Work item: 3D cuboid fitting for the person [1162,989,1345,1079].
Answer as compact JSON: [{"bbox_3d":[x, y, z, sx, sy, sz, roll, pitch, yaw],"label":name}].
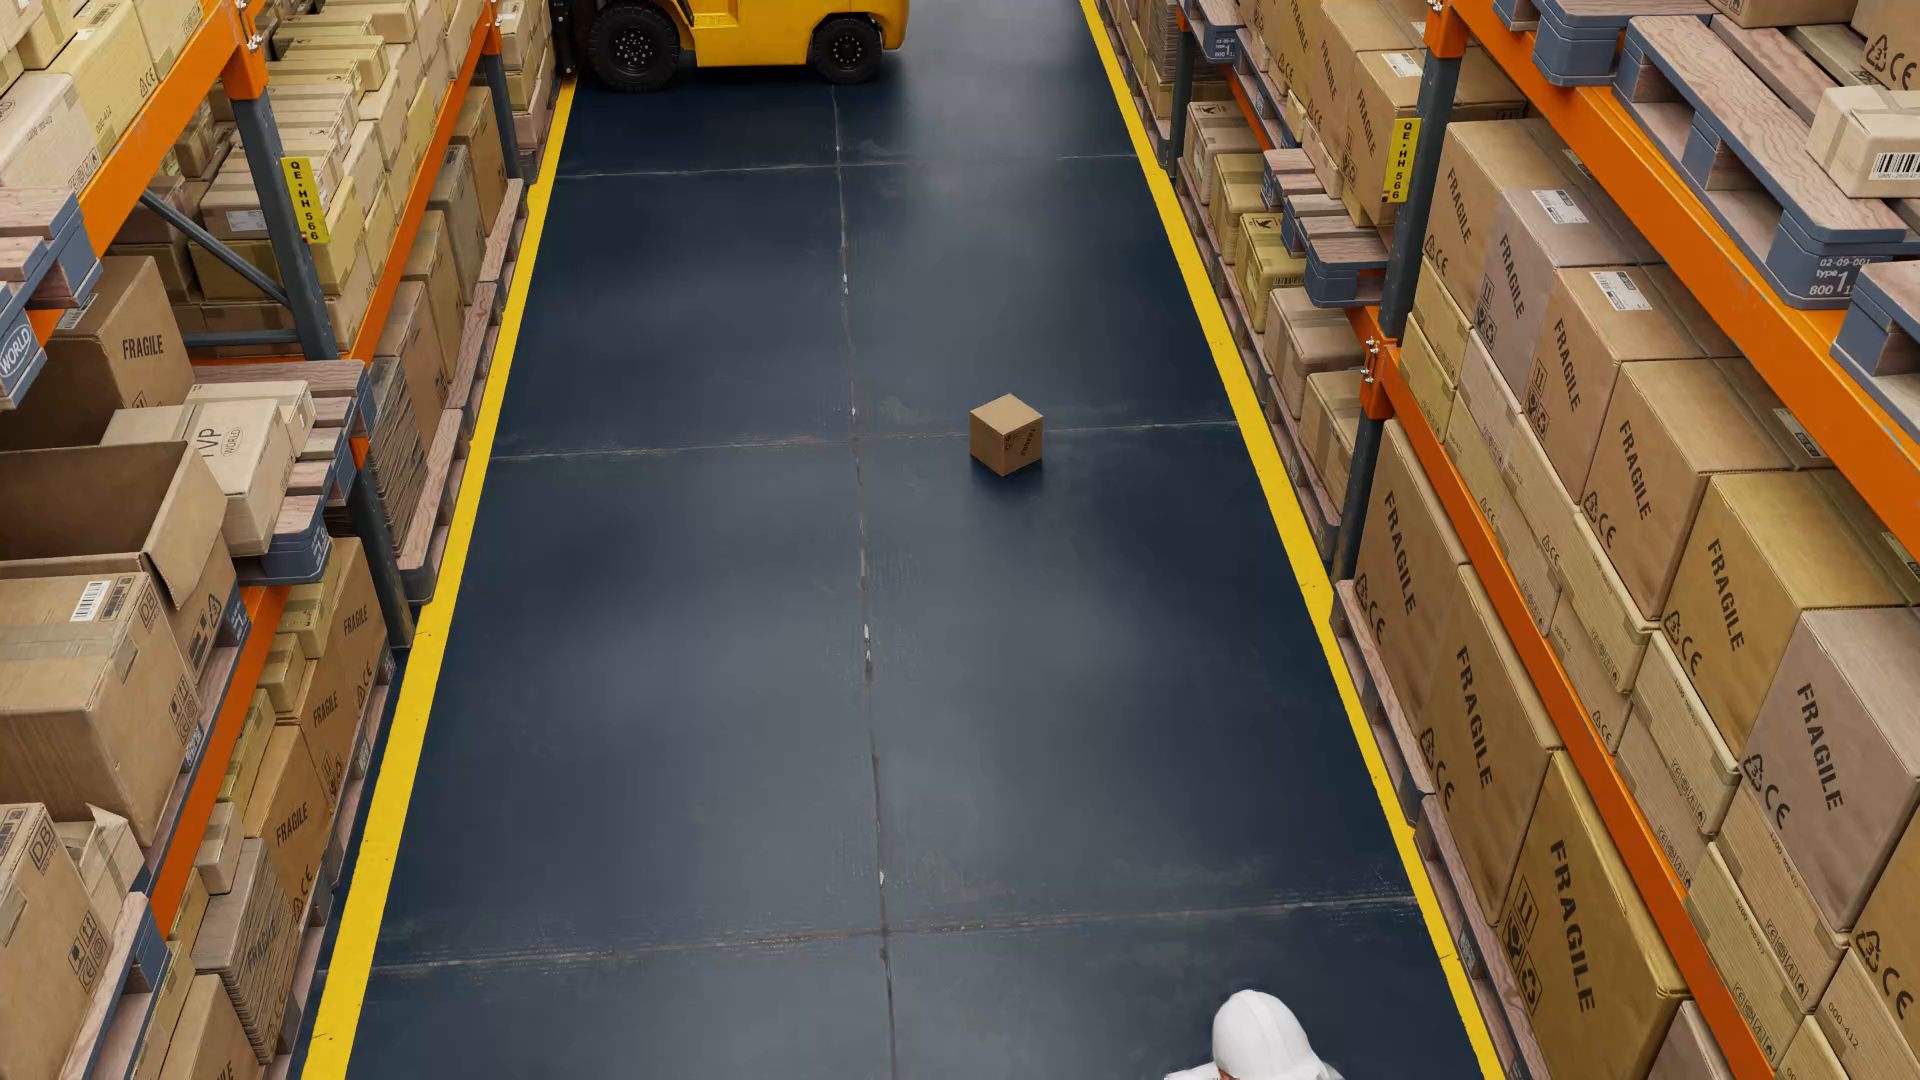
[{"bbox_3d":[0.647,1.730,3.981,0.534,1.743,1.043,-3,39,-4],"label":"person"}]
